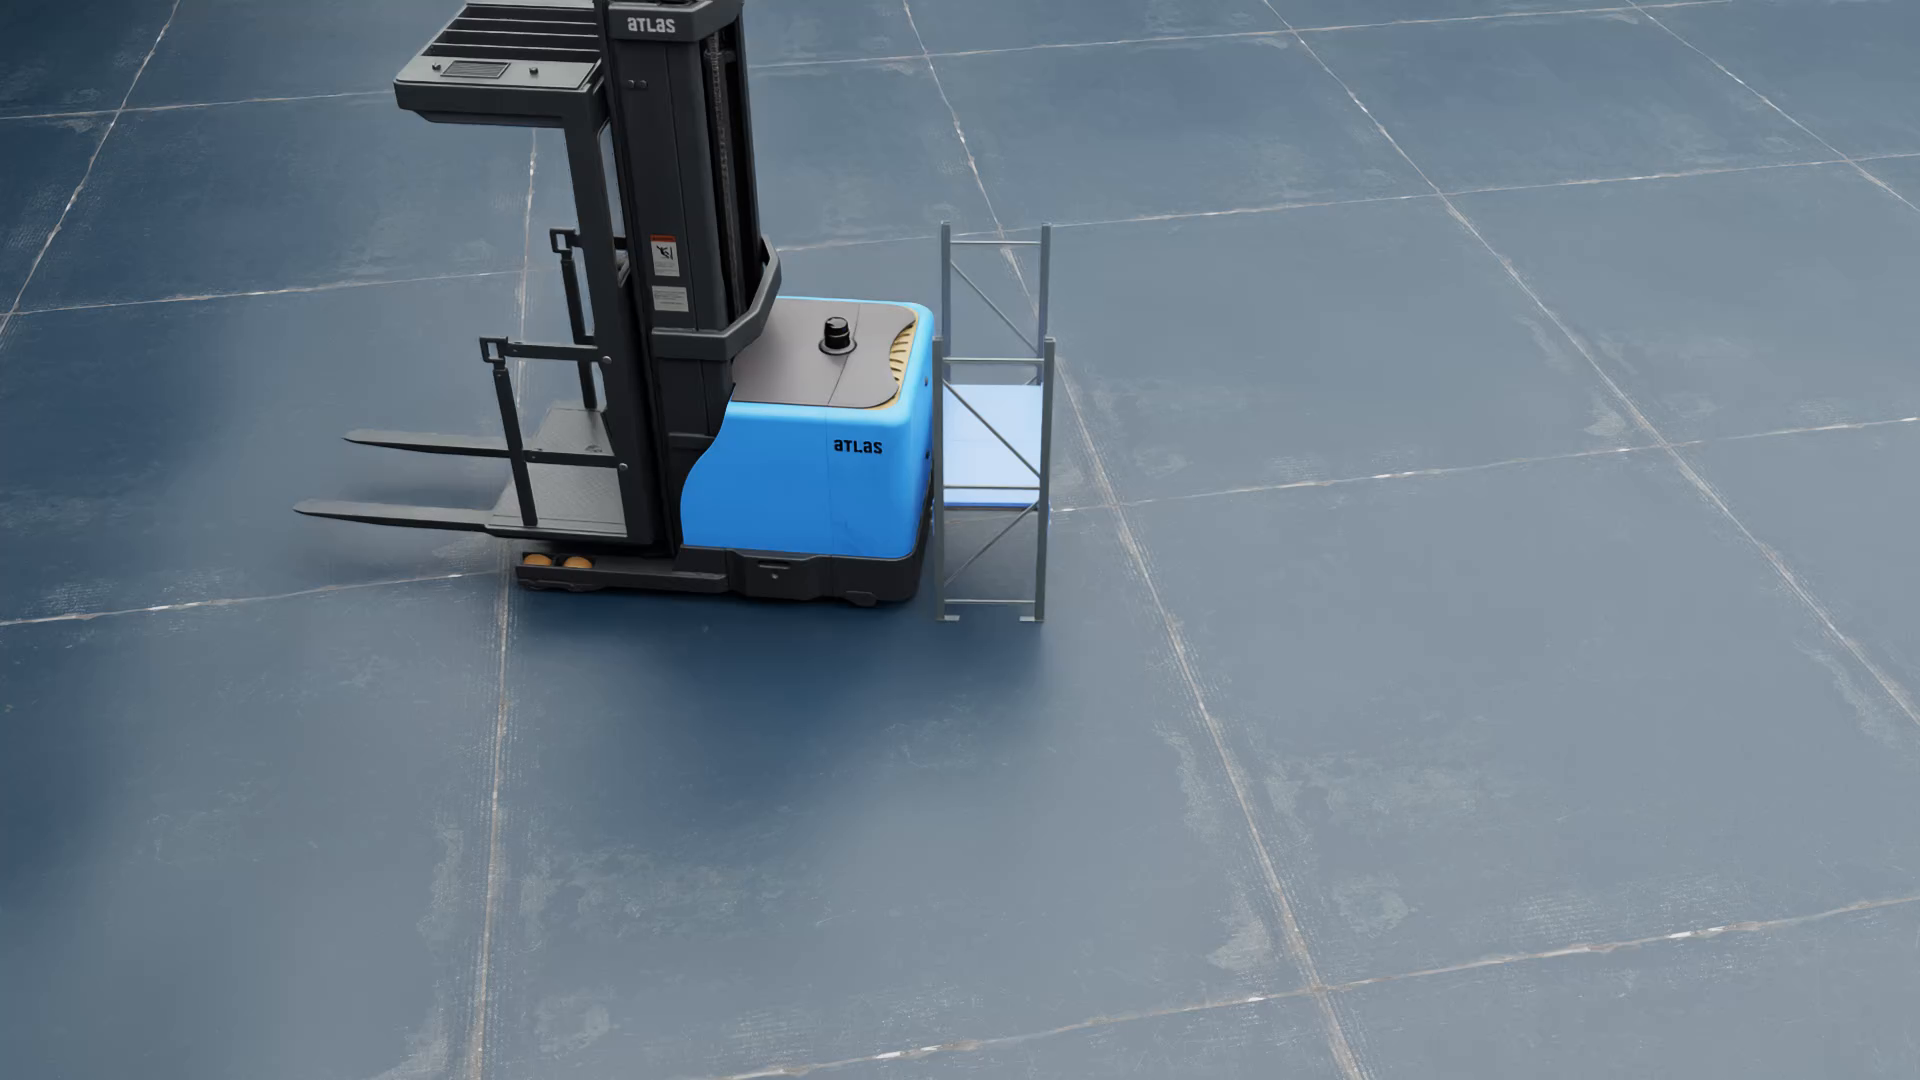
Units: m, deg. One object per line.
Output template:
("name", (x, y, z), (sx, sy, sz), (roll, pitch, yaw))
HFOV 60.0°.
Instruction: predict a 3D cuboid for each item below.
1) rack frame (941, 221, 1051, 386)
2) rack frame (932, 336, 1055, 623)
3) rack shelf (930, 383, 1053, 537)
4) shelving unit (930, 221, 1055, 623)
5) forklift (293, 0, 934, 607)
("rack frame", (0.164, -0.849, 8.020), (0.500, 1.500, 0.032), (1, 38, 1))
("rack frame", (0.137, -0.225, 7.217), (0.500, 1.500, 0.032), (1, 38, 1))
("rack shelf", (0.150, -0.395, 7.729), (0.538, 0.185, 1.000), (1, 38, 1))
("shelving unit", (0.150, -0.537, 7.619), (0.538, 1.500, 1.048), (1, 38, 1))
("forklift", (-1.660, -1.230, 7.345), (3.031, 2.935, 1.130), (4, 38, 5))
